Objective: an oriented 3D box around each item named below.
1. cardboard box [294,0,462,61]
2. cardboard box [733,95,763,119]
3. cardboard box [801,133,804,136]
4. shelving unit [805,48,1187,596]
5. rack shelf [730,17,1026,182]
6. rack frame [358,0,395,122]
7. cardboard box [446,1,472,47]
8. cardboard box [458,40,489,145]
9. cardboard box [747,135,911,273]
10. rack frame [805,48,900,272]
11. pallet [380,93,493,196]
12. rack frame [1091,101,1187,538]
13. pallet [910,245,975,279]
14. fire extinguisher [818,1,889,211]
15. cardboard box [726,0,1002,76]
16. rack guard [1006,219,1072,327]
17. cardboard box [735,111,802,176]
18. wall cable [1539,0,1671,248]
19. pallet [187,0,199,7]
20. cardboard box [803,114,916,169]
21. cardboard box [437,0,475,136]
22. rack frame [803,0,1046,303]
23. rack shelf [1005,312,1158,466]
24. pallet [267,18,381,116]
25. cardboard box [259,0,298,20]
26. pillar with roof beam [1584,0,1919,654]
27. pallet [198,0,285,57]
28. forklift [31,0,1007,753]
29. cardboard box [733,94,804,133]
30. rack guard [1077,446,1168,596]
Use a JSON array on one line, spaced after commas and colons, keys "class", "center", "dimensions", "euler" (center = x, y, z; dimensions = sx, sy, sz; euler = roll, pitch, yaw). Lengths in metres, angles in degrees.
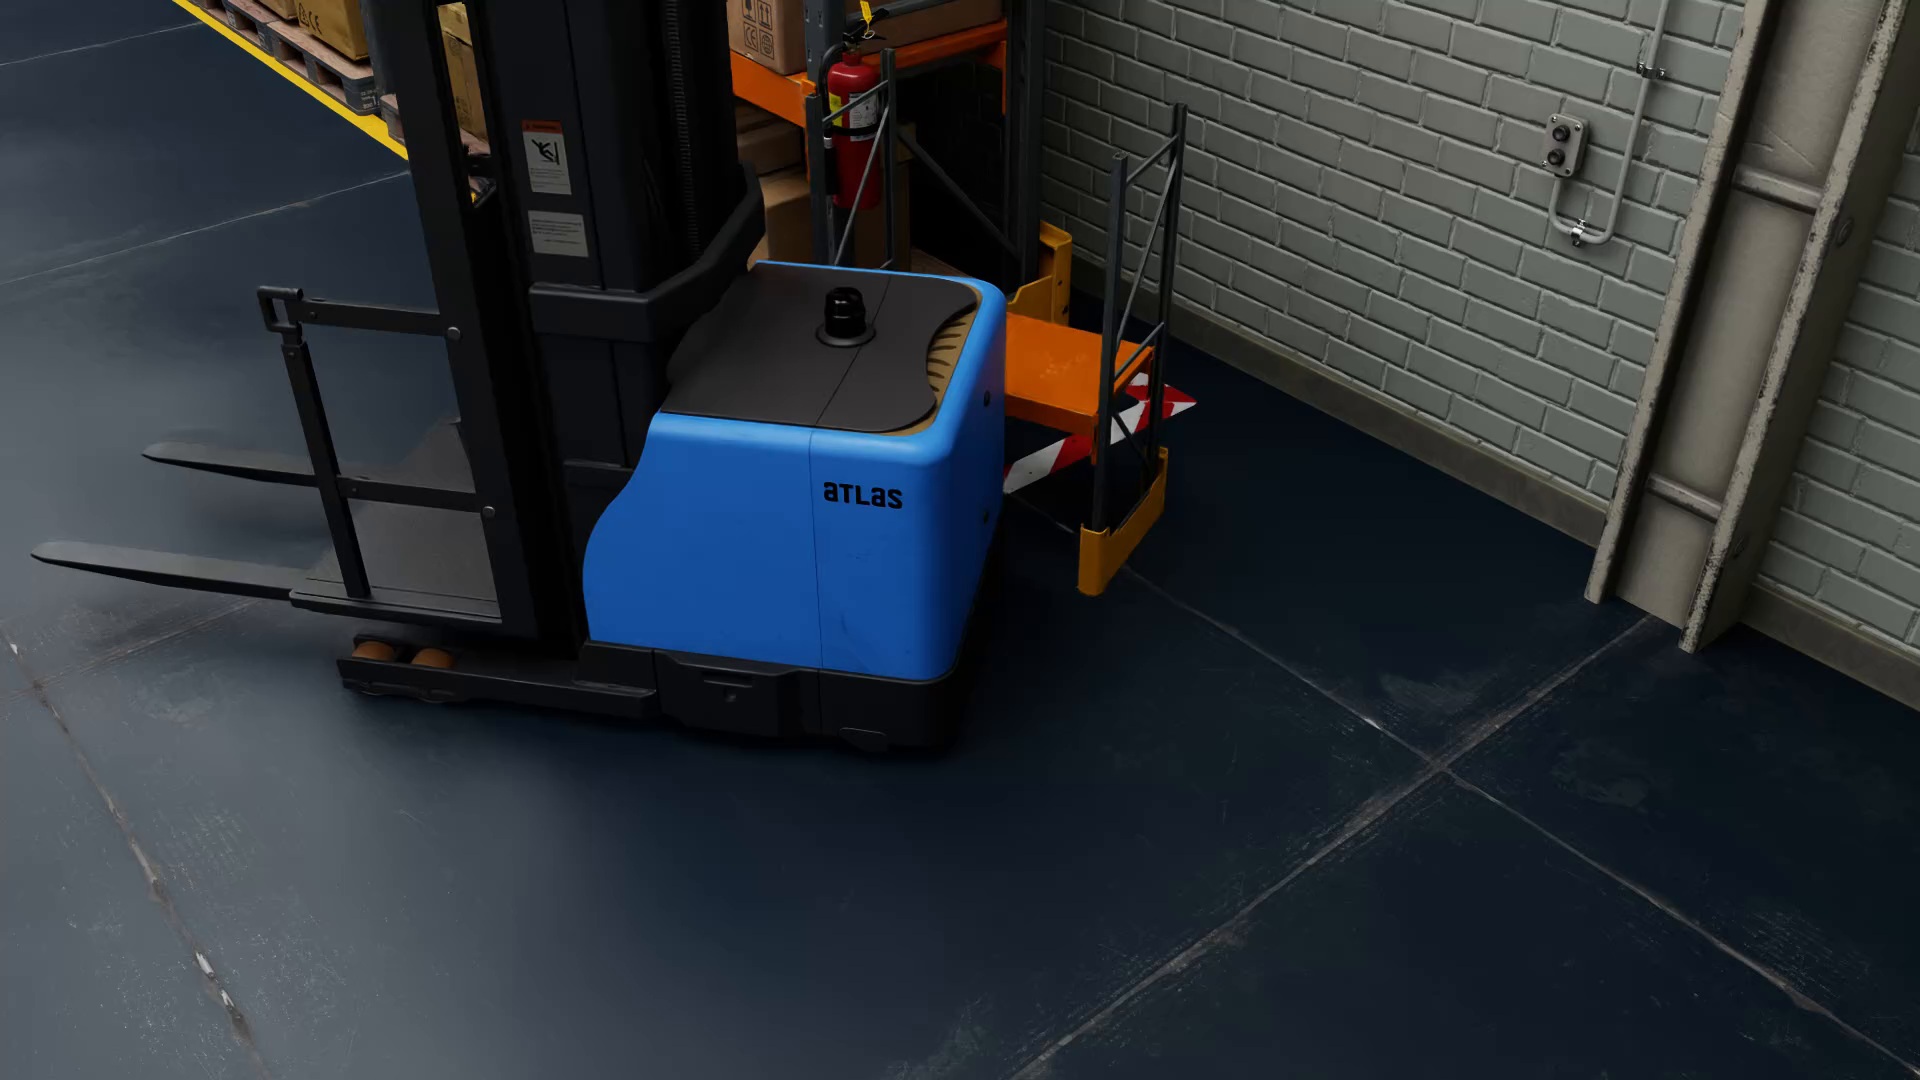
[{"class": "cardboard box", "center": [-3.203, -3.175, 9.135], "dimensions": [0.750, 0.750, 0.750], "euler": [-25, 43, -31]}, {"class": "cardboard box", "center": [-1.018, -1.666, 6.745], "dimensions": [0.380, 0.149, 0.250], "euler": [-25, 42, -31]}, {"class": "cardboard box", "center": [-0.954, -1.521, 7.101], "dimensions": [0.700, 0.500, 0.500], "euler": [-26, 43, -32]}, {"class": "shelving unit", "center": [0.116, -0.720, 5.468], "dimensions": [1.083, 1.500, 0.587], "euler": [17, 39, 22]}, {"class": "rack shelf", "center": [-1.393, -2.466, 7.259], "dimensions": [1.077, 0.370, 4.000], "euler": [-26, 43, -32]}, {"class": "rack frame", "center": [-2.684, -3.643, 8.298], "dimensions": [1.000, 3.000, 0.127], "euler": [-26, 43, -32]}, {"class": "cardboard box", "center": [-2.198, -2.471, 7.882], "dimensions": [0.380, 0.149, 0.250], "euler": [-24, 42, -30]}, {"class": "cardboard box", "center": [-1.958, -2.203, 8.064], "dimensions": [0.700, 0.500, 0.500], "euler": [-26, 43, -32]}, {"class": "cardboard box", "center": [-0.631, -1.300, 6.789], "dimensions": [0.700, 0.500, 0.500], "euler": [-26, 43, -32]}, {"class": "rack frame", "center": [-0.341, -0.860, 5.666], "dimensions": [0.032, 1.500, 0.500], "euler": [17, 39, 22]}, {"class": "pallet", "center": [-2.253, -2.140, 8.589], "dimensions": [1.003, 0.211, 1.213], "euler": [-26, 43, -32]}, {"class": "rack frame", "center": [0.557, -0.585, 5.277], "dimensions": [0.032, 1.500, 0.500], "euler": [17, 39, 22]}, {"class": "pallet", "center": [-0.678, -1.062, 7.068], "dimensions": [1.003, 0.211, 1.213], "euler": [-26, 43, -32]}, {"class": "fire extinguisher", "center": [-0.358, -1.454, 5.598], "dimensions": [0.296, 0.674, 0.183], "euler": [-26, 43, -32]}, {"class": "cardboard box", "center": [-0.439, -2.220, 6.030], "dimensions": [0.980, 0.700, 0.700], "euler": [-24, 42, -30]}, {"class": "rack guard", "center": [-0.087, -0.846, 6.512], "dimensions": [1.175, 0.500, 0.348], "euler": [-26, 43, -32]}, {"class": "cardboard box", "center": [-0.853, -1.553, 6.586], "dimensions": [0.380, 0.149, 0.250], "euler": [-27, 43, -32]}, {"class": "wall cable", "center": [1.446, -2.079, 5.211], "dimensions": [0.084, 1.984, 1.851], "euler": [-26, 43, -32]}, {"class": "pallet", "center": [-4.814, -3.895, 11.066], "dimensions": [1.003, 0.211, 1.213], "euler": [-26, 43, -32]}, {"class": "cardboard box", "center": [-0.397, -1.584, 6.629], "dimensions": [0.380, 0.149, 0.250], "euler": [-26, 43, -31]}, {"class": "cardboard box", "center": [-2.279, -2.426, 8.379], "dimensions": [0.700, 0.500, 0.500], "euler": [-25, 43, -31]}, {"class": "rack frame", "center": [-0.102, -1.877, 5.804], "dimensions": [1.000, 3.000, 0.127], "euler": [-26, 43, -32]}, {"class": "rack shelf", "center": [0.108, -0.575, 5.576], "dimensions": [1.000, 0.185, 0.538], "euler": [17, 39, 22]}, {"class": "pallet", "center": [-3.239, -2.817, 9.545], "dimensions": [1.003, 0.211, 1.213], "euler": [-26, 43, -32]}, {"class": "cardboard box", "center": [-3.778, -3.567, 9.687], "dimensions": [0.750, 0.750, 0.750], "euler": [-25, 42, -30]}, {"class": "pillar with roof beam", "center": [-0.988, -1.850, 0.576], "dimensions": [9.100, 9.000, 0.400], "euler": [-26, 43, -32]}, {"class": "pallet", "center": [-4.031, -3.356, 10.306], "dimensions": [1.003, 0.211, 1.213], "euler": [-26, 43, -32]}, {"class": "forklift", "center": [-1.416, -0.992, 4.615], "dimensions": [3.031, 2.935, 1.130], "euler": [6, 36, 9]}, {"class": "cardboard box", "center": [-0.725, -1.807, 6.944], "dimensions": [0.380, 0.149, 0.250], "euler": [-26, 43, -32]}, {"class": "rack guard", "center": [0.556, -0.075, 5.639], "dimensions": [0.087, 0.250, 0.587], "euler": [17, 39, 22]}]
